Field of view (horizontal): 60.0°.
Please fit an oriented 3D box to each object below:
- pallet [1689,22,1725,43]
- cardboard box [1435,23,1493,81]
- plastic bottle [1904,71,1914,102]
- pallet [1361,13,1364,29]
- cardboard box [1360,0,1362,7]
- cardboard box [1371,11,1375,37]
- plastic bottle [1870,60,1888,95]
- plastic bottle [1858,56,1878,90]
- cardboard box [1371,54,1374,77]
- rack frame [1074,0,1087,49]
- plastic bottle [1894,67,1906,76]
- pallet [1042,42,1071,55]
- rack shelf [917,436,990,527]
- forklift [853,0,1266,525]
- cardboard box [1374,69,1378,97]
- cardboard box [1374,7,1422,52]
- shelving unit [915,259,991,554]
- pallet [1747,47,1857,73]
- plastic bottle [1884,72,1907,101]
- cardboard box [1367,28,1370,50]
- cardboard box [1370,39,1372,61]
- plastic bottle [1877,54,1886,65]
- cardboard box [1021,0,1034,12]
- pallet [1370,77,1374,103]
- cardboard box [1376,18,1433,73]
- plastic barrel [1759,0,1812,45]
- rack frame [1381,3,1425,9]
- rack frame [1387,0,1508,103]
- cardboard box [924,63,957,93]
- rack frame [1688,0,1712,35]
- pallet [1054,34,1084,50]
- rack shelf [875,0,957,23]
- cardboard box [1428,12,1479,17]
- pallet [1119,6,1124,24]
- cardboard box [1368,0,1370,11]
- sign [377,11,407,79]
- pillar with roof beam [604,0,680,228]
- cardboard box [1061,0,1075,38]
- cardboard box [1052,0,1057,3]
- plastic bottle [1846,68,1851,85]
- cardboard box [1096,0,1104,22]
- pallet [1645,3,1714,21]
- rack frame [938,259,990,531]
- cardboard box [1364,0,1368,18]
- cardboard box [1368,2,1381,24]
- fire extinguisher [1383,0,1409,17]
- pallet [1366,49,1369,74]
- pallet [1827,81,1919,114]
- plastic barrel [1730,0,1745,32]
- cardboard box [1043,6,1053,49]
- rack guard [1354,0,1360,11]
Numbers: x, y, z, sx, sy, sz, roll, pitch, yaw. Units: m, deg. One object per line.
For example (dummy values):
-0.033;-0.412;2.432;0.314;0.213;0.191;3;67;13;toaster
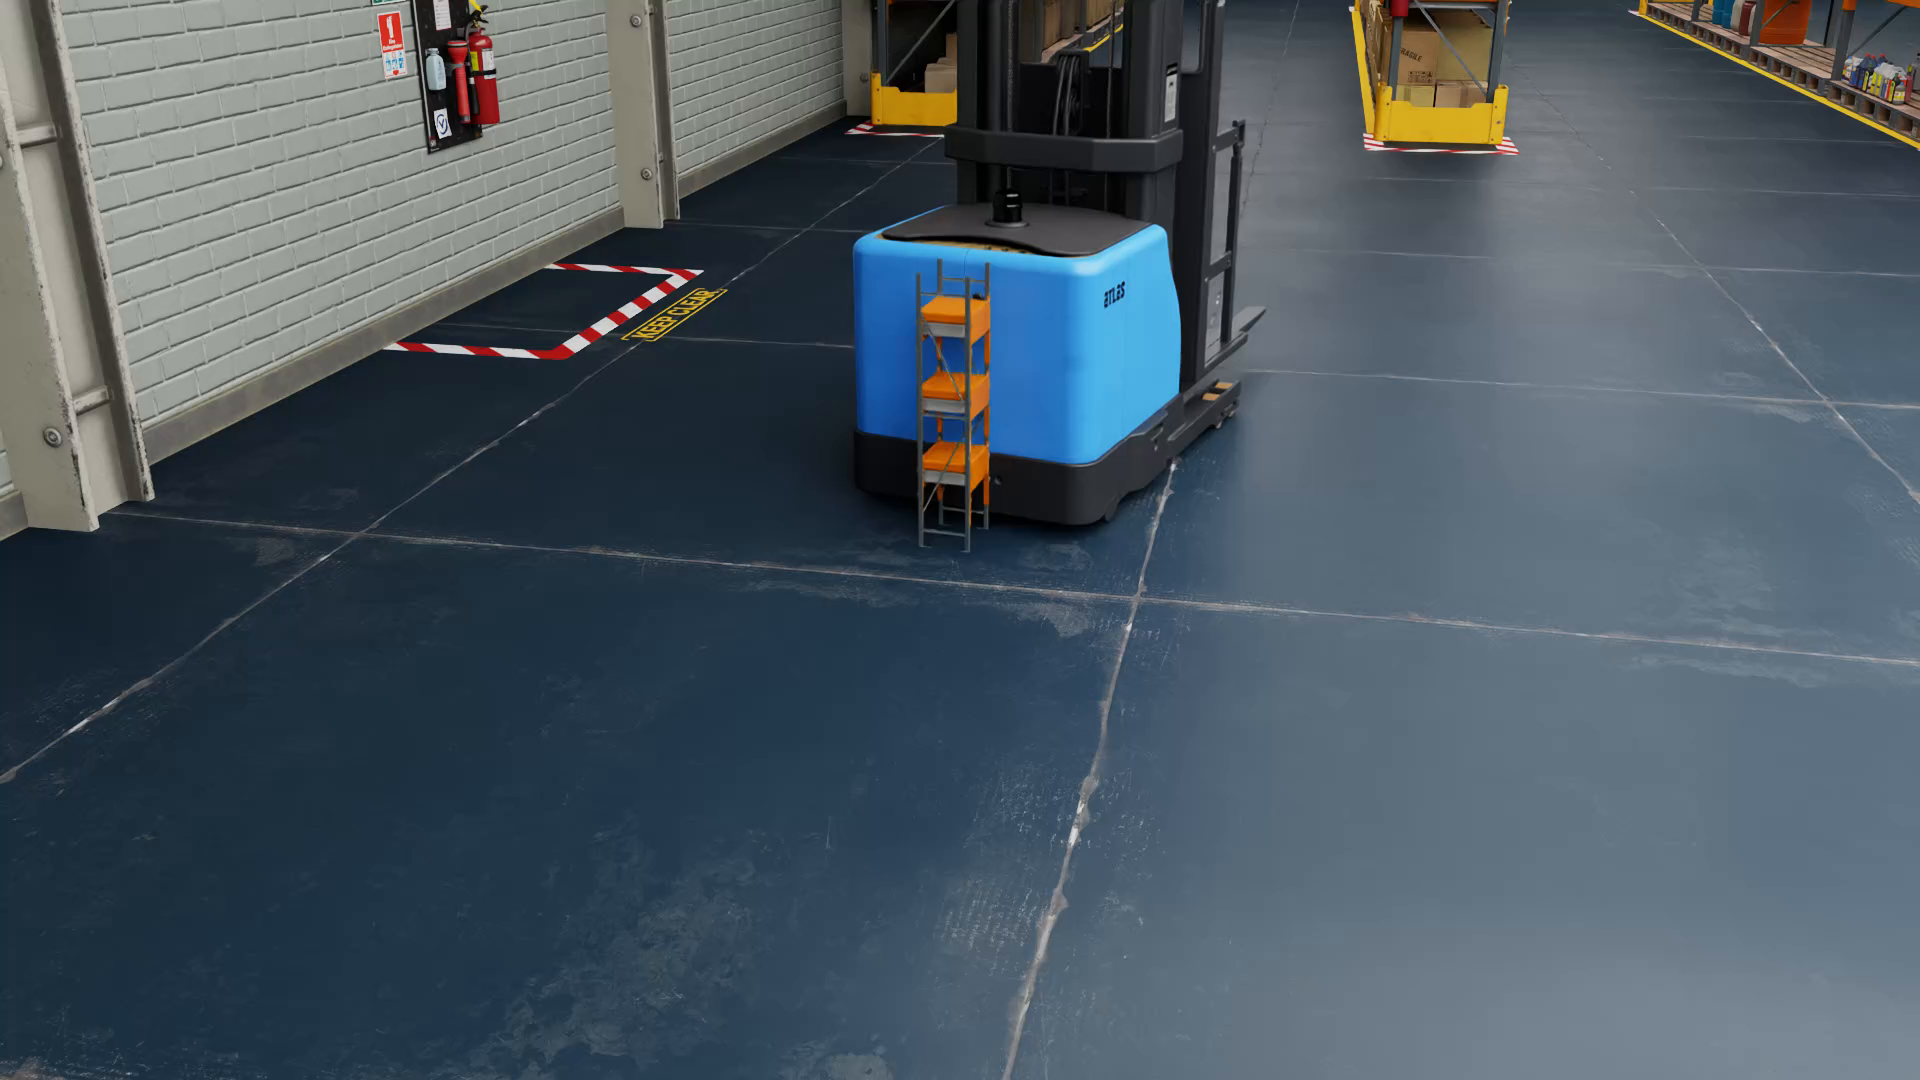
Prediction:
11.628;-7.635;25.028;1.003;0.211;1.213;4;22;11;pallet
4.957;-4.827;16.438;0.500;0.500;0.500;4;22;11;cardboard box
9.506;-4.550;16.683;0.061;0.283;0.133;4;22;11;plastic bottle
7.119;-8.544;27.285;1.003;0.211;1.213;4;22;11;pallet
6.970;-9.047;27.813;0.500;0.311;0.500;4;22;11;cardboard box
5.352;-6.383;20.555;0.500;0.311;0.500;4;22;11;cardboard box
9.498;-4.769;17.136;0.144;0.351;0.185;4;22;10;plastic bottle
9.585;-4.924;17.522;0.144;0.351;0.185;4;22;9;plastic bottle
4.847;-5.251;18.494;0.500;0.250;0.500;4;22;11;cardboard box
1.312;-8.500;23.443;1.000;3.000;0.127;4;22;11;rack frame
9.648;-4.732;17.145;0.152;0.276;0.135;4;22;11;plastic bottle
0.900;-6.476;22.150;1.003;0.211;1.213;4;22;11;pallet
-0.023;-0.224;6.276;0.215;0.259;0.240;7;23;16;rack shelf
0.664;-1.930;7.222;1.130;2.935;3.031;10;24;24;forklift
4.540;-4.702;17.133;0.500;0.250;0.500;4;22;11;cardboard box
4.850;-5.598;18.354;0.500;0.500;0.500;4;22;11;cardboard box
-0.023;-0.491;6.168;0.215;1.050;0.252;7;23;16;shelving unit
10.814;-6.170;21.392;1.003;0.211;1.213;4;22;11;pallet
9.402;-4.554;16.704;0.152;0.276;0.135;5;22;11;plastic bottle
5.566;-6.499;21.594;0.500;0.250;0.500;4;22;10;cardboard box
5.251;-5.938;20.202;0.500;0.250;0.500;4;22;10;cardboard box
9.764;-4.982;17.666;0.144;0.351;0.185;4;22;11;plastic bottle
0.716;-6.861;21.127;0.500;0.250;0.500;4;22;10;cardboard box
5.142;-5.079;18.683;1.003;0.211;1.213;4;22;11;pallet
4.537;-5.050;16.993;0.500;0.500;0.500;4;22;11;cardboard box
11.093;-7.113;22.342;0.600;0.830;0.708;4;22;11;plastic barrel
5.346;-6.660;18.876;1.000;3.000;0.127;4;22;11;rack frame
4.529;-5.198;15.244;1.000;3.000;0.127;4;22;11;rack frame
-0.092;-4.777;17.209;0.500;0.311;0.500;2;22;5;cardboard box
11.826;-9.207;25.200;1.000;3.000;0.127;4;22;11;rack frame
1.151;-6.920;23.254;1.003;0.211;1.213;4;22;11;pallet
0.087;-5.972;18.129;1.077;0.370;4.000;4;22;11;rack shelf
5.253;-5.376;17.802;0.500;0.500;0.500;4;22;11;cardboard box
2.360;-8.941;28.272;1.003;0.211;1.213;4;22;11;pallet
6.229;-7.717;24.257;0.500;0.500;0.500;4;22;9;cardboard box
-3.004;-2.623;8.803;0.001;0.329;0.234;4;22;11;sign
1.965;-6.156;9.593;9.100;9.000;0.400;4;22;11;pillar with roof beam
1.216;-7.277;23.164;0.700;0.500;0.500;5;22;12;cardboard box
1.038;-7.421;22.518;0.500;0.250;0.500;5;22;12;cardboard box
9.658;-5.030;17.985;0.097;0.201;0.097;0;22;0;plastic bottle
1.775;-8.276;25.203;0.750;0.750;0.750;4;22;11;cardboard box
12.436;-9.078;28.611;1.003;0.211;1.213;4;22;11;pallet
0.014;-0.535;6.276;0.200;1.050;0.008;7;23;16;rack frame
6.641;-8.472;26.132;0.500;0.500;0.500;3;22;8;cardboard box
5.669;-6.941;21.940;0.500;0.311;0.500;4;22;10;cardboard box
4.051;-5.154;15.239;0.296;0.674;0.183;4;22;11;fire extinguisher
5.705;-6.087;21.185;1.003;0.211;1.213;4;22;11;pallet
10.016;-4.746;17.854;1.003;0.211;1.213;4;22;11;pallet
11.352;-7.592;23.956;0.421;0.512;0.421;0;22;0;plastic barrel
0.829;-6.728;21.801;0.700;0.500;0.500;5;22;12;cardboard box
7.779;-9.862;30.171;1.175;0.500;0.348;4;22;11;rack guard
